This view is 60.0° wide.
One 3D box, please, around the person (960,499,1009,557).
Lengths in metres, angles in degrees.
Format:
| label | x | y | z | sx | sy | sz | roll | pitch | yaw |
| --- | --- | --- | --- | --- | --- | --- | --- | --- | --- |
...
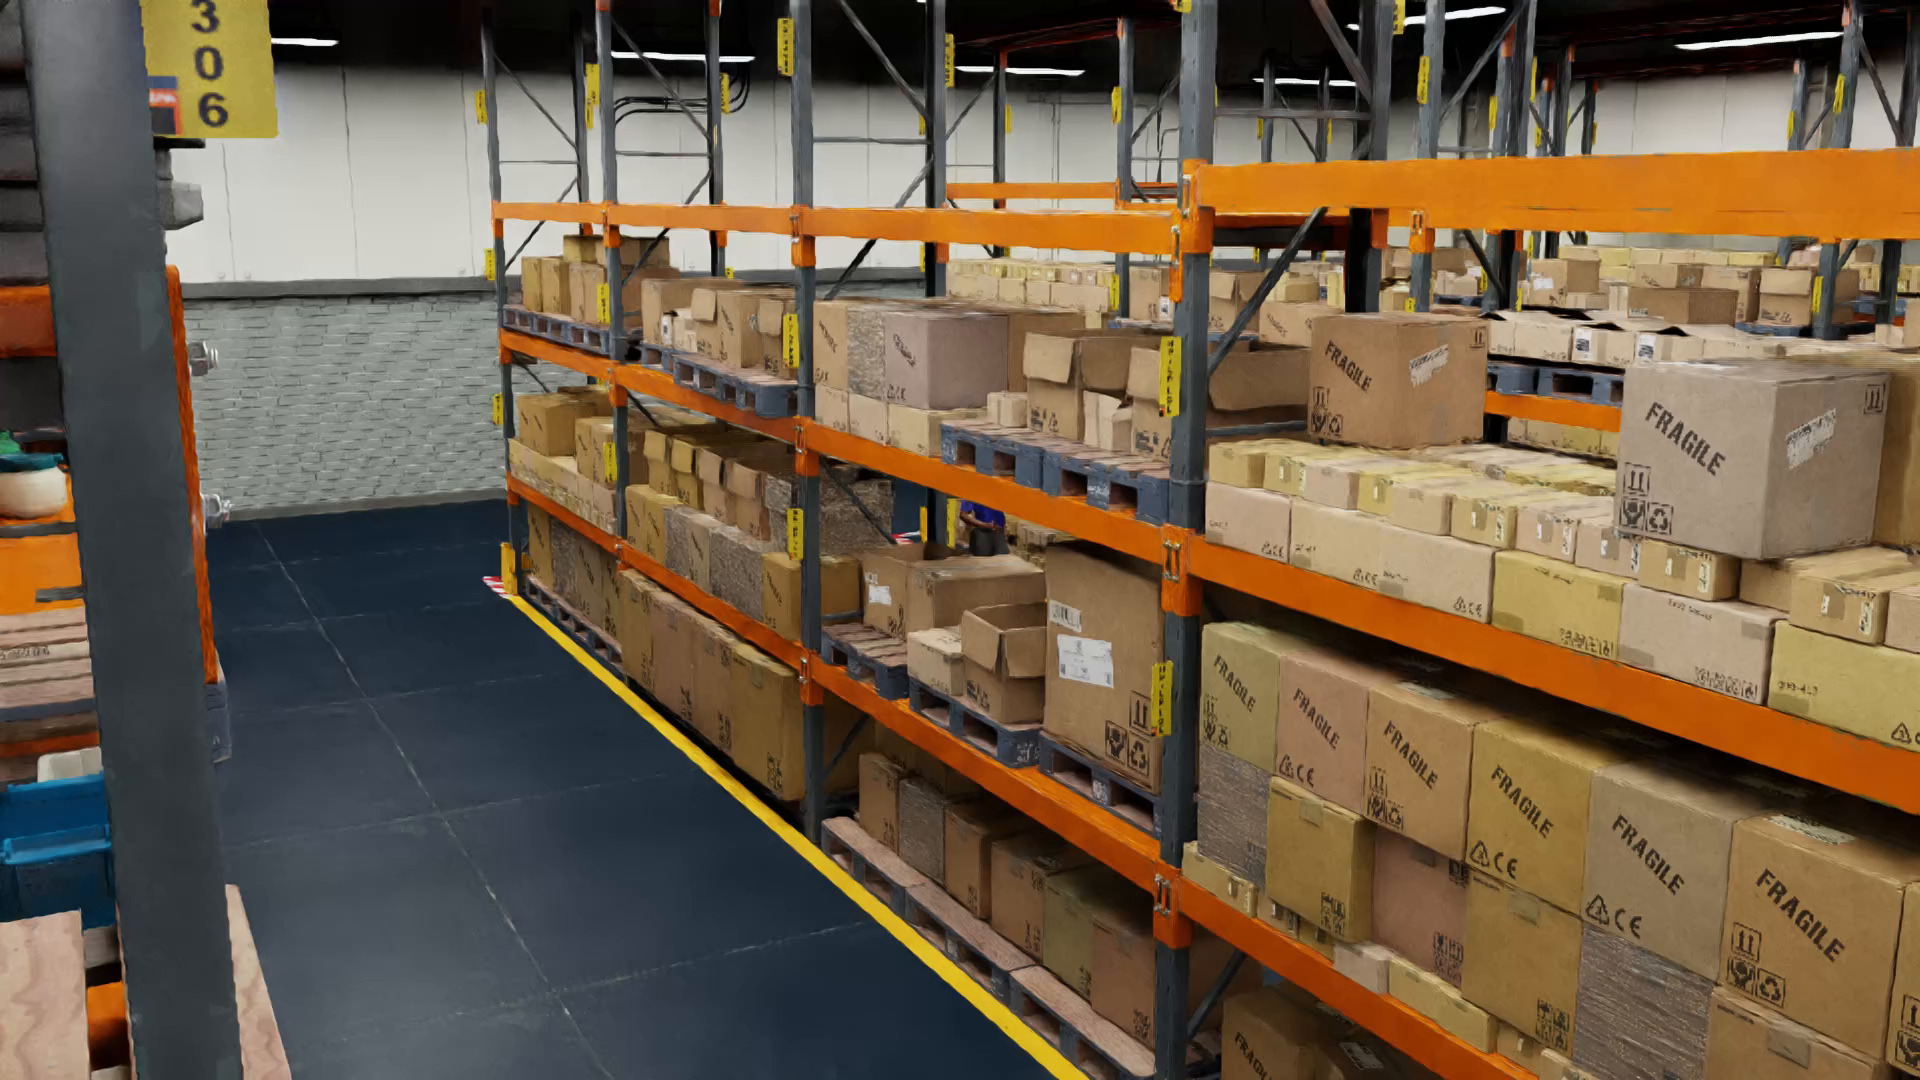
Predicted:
| label | x | y | z | sx | sy | sz | roll | pitch | yaw |
| --- | --- | --- | --- | --- | --- | --- | --- | --- | --- |
| person | 0.339 | 0.036 | 16.272 | 0.624 | 1.649 | 0.719 | -10 | 15 | -39 |
